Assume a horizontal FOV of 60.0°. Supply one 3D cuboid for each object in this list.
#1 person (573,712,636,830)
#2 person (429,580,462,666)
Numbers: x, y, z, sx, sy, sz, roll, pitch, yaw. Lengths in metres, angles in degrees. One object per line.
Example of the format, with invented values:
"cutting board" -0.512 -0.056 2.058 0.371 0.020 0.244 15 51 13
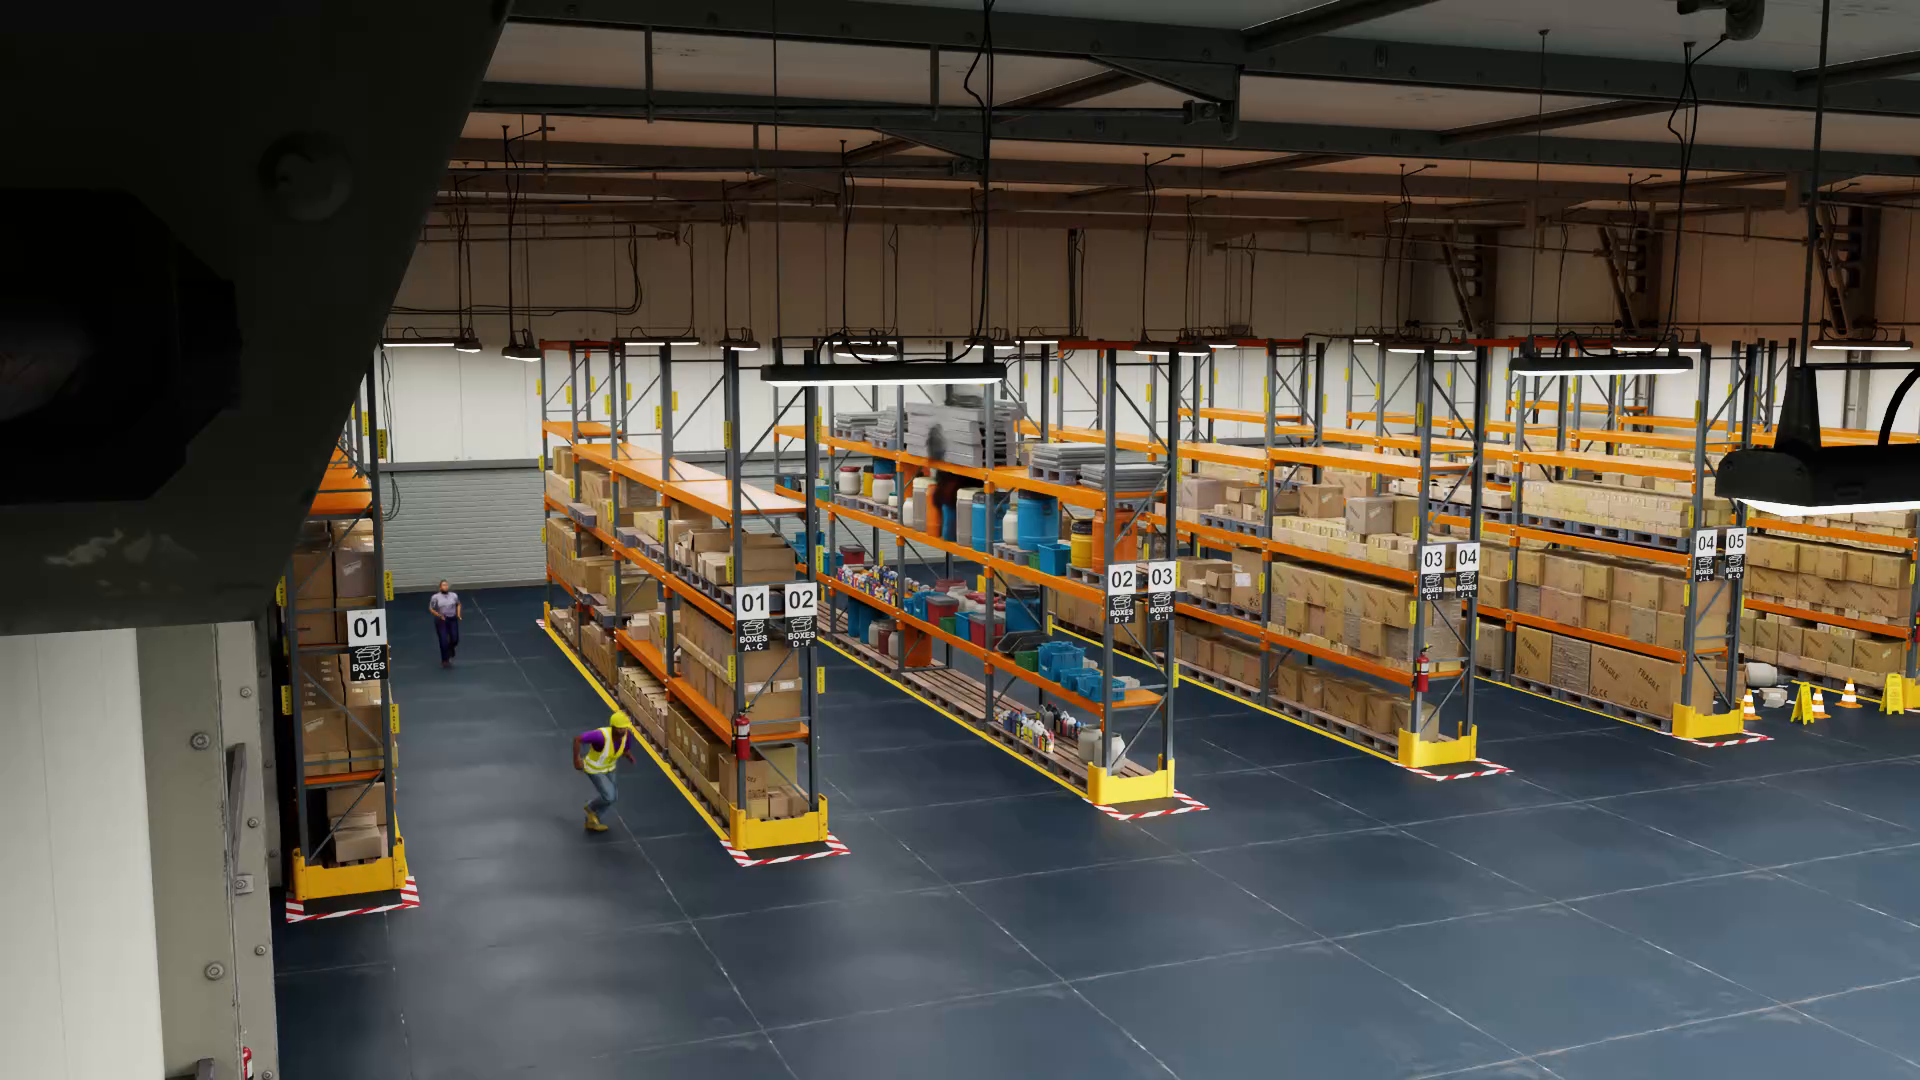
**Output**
"person" -4.405 2.883 20.577 0.838 1.578 0.735 6 9 37
"person" -9.529 1.538 30.871 0.606 1.607 0.549 -4 9 -29
